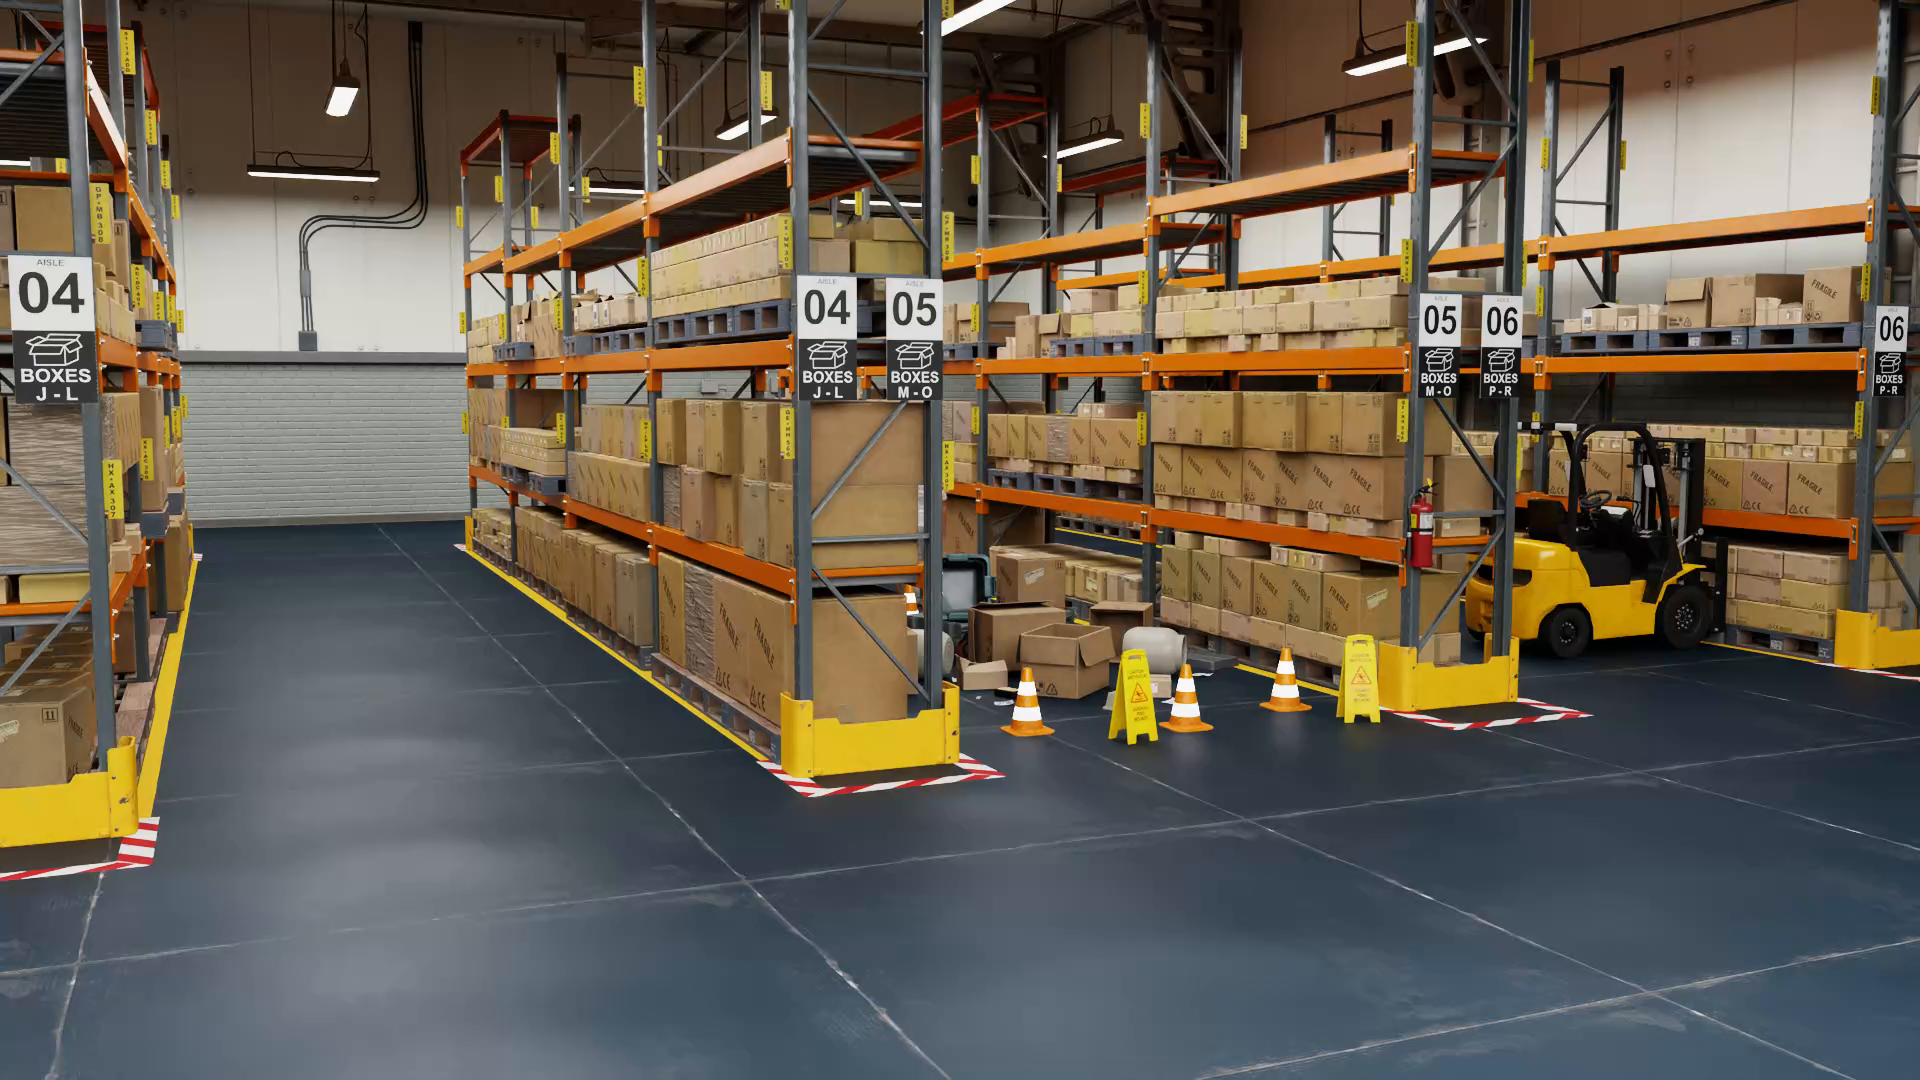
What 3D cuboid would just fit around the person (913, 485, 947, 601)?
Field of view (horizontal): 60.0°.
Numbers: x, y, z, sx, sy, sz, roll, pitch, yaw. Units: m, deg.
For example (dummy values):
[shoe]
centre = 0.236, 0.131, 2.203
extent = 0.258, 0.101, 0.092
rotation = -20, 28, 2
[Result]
[person]
centre = -0.470, -0.159, 19.095
extent = 0.586, 1.765, 0.502
rotation = -3, 6, -29
